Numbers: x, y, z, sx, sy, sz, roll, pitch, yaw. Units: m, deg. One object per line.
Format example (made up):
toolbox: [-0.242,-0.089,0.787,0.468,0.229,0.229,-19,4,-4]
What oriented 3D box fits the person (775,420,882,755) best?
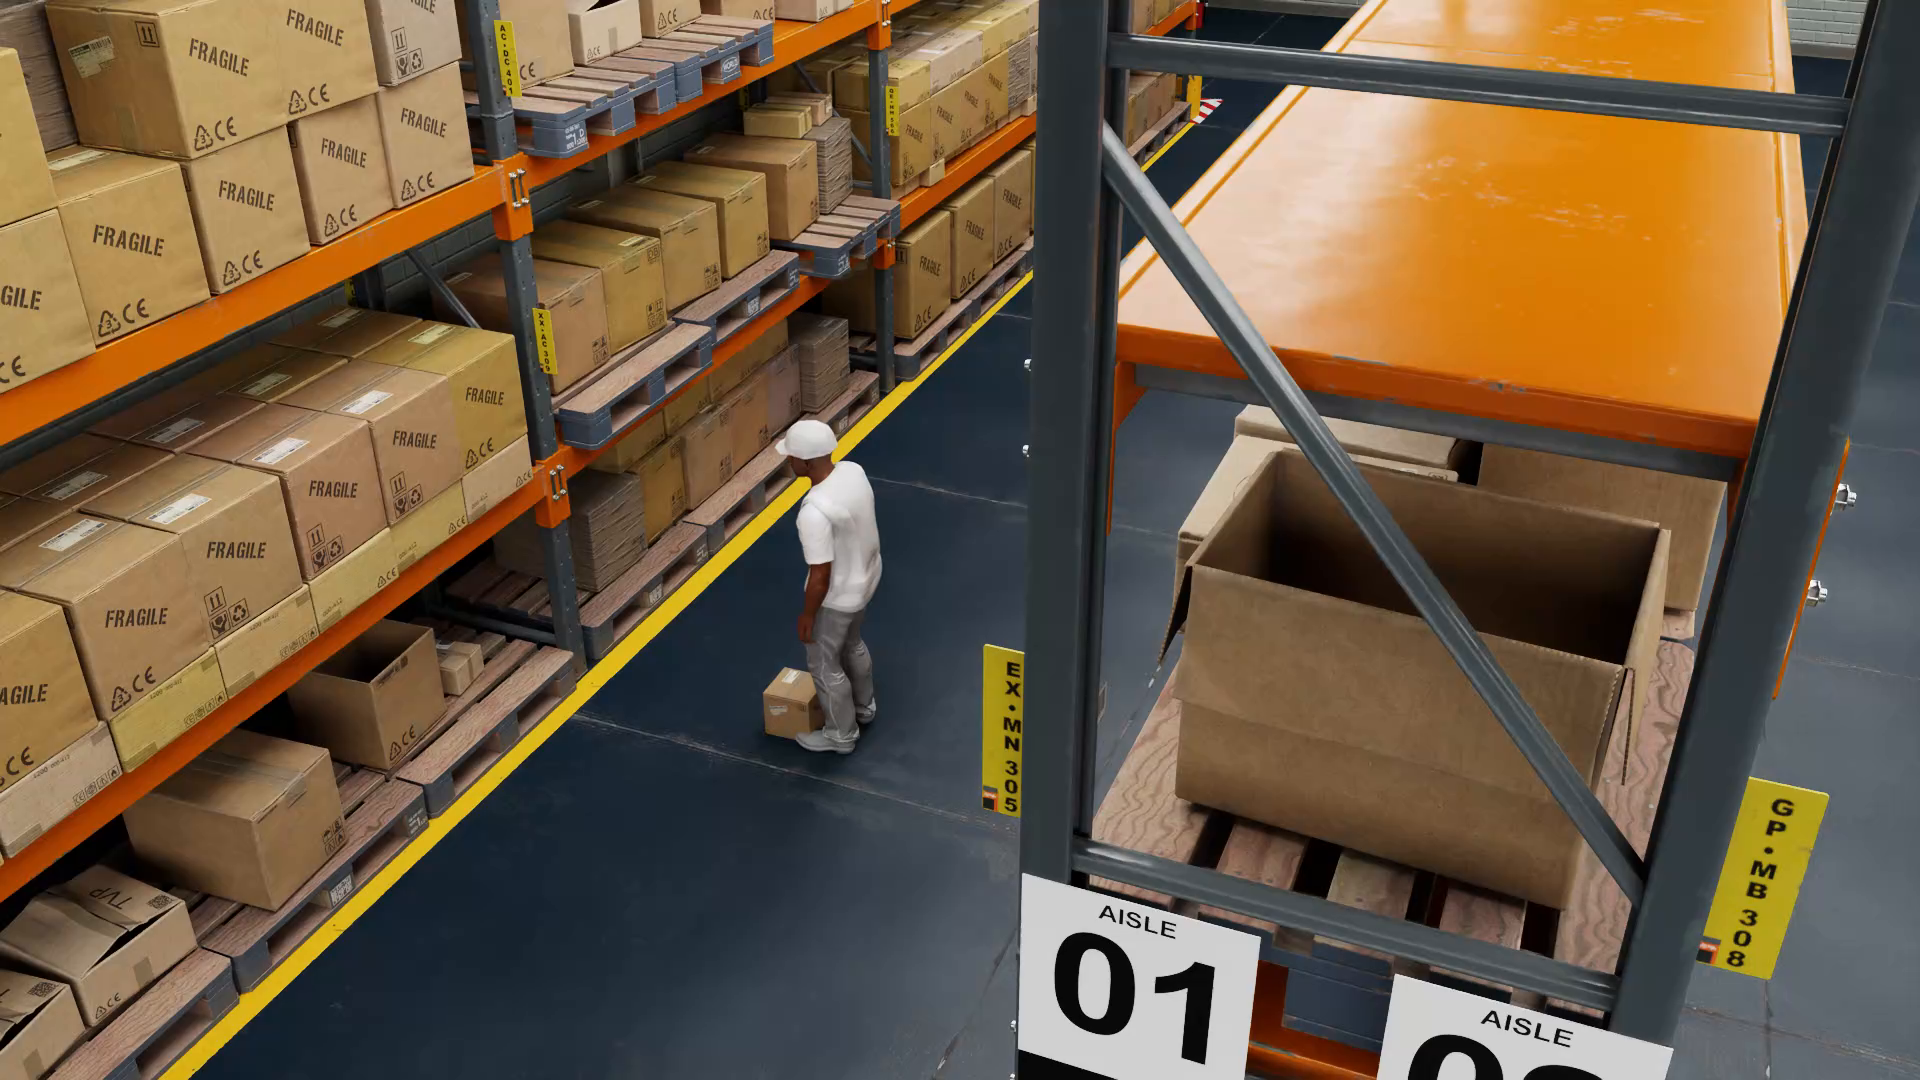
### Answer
person: [-0.618,0.223,7.987,0.457,1.760,0.635,10,31,16]
